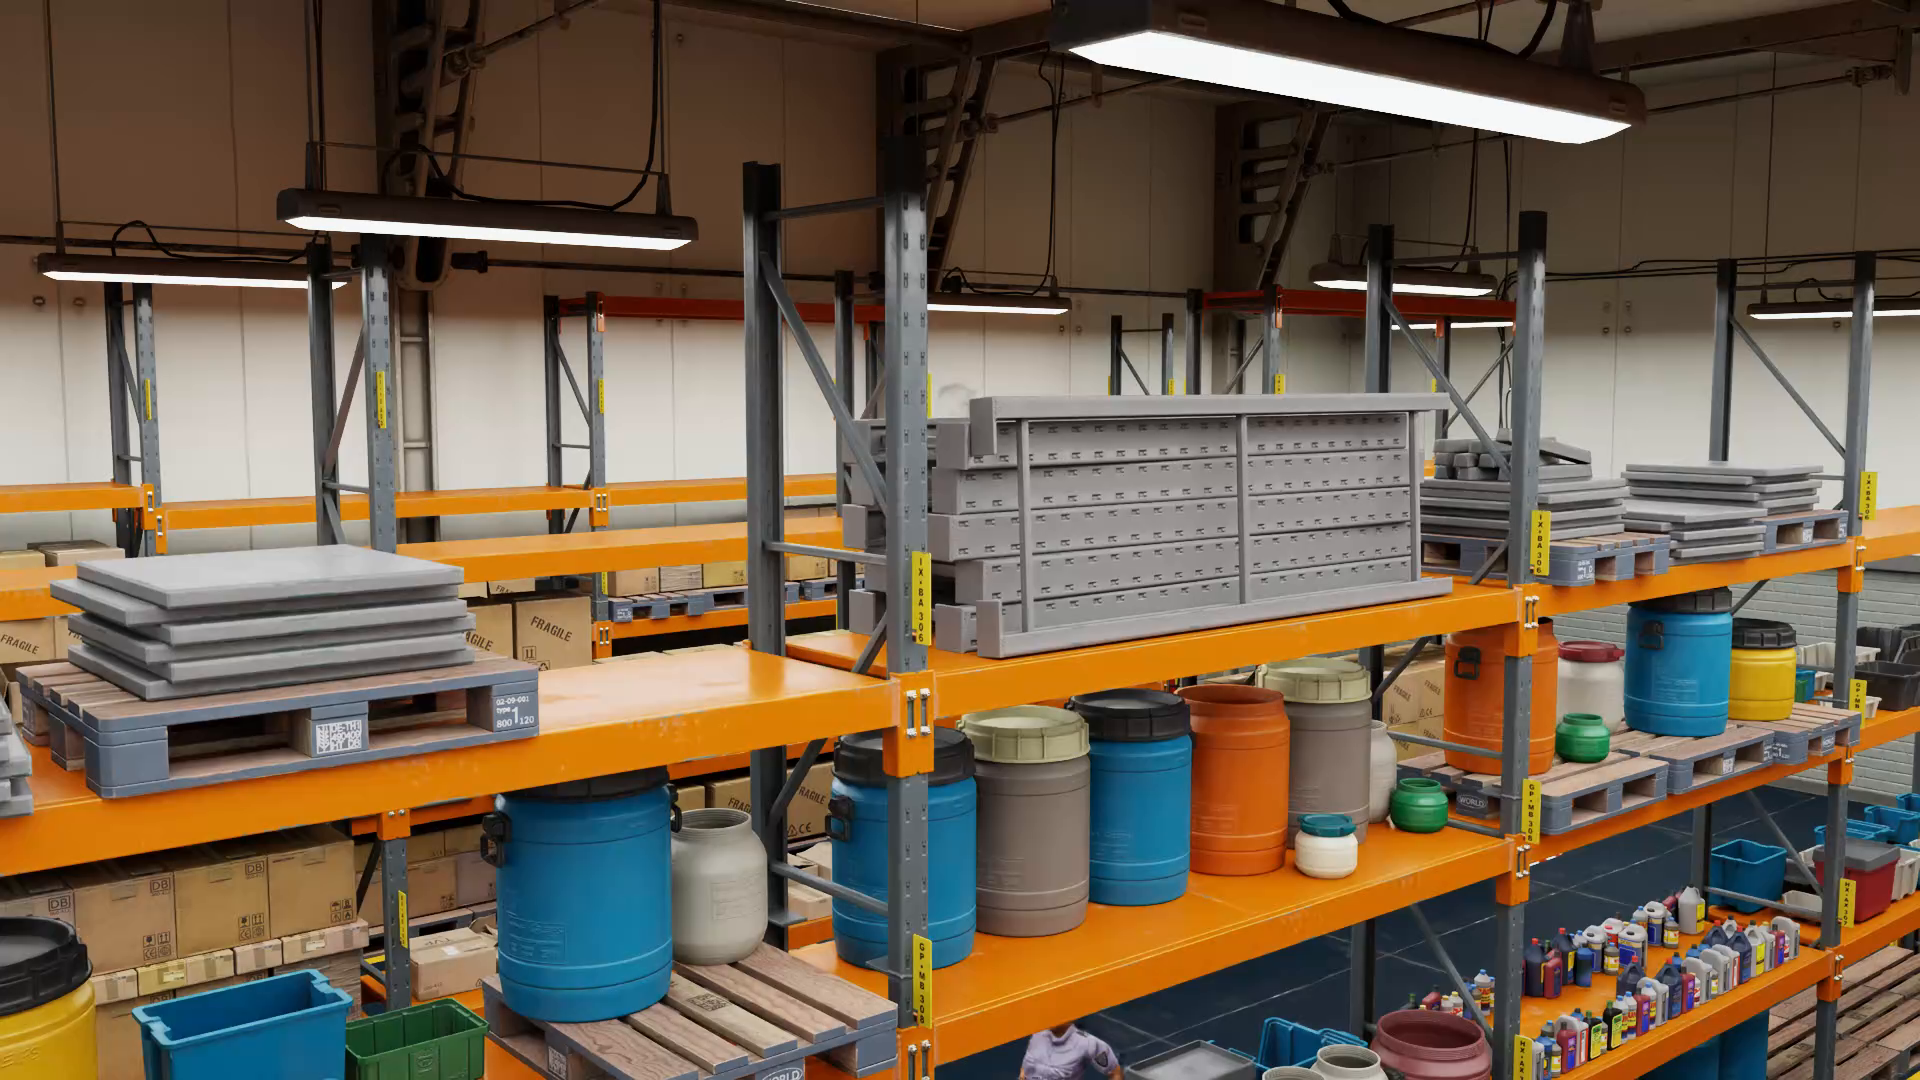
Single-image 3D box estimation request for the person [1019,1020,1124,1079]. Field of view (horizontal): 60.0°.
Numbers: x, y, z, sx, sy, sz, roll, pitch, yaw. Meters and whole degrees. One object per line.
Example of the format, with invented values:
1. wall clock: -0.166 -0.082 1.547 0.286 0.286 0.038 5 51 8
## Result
1. person: 0.583 3.398 9.646 0.894 1.634 0.612 -5 7 -42
